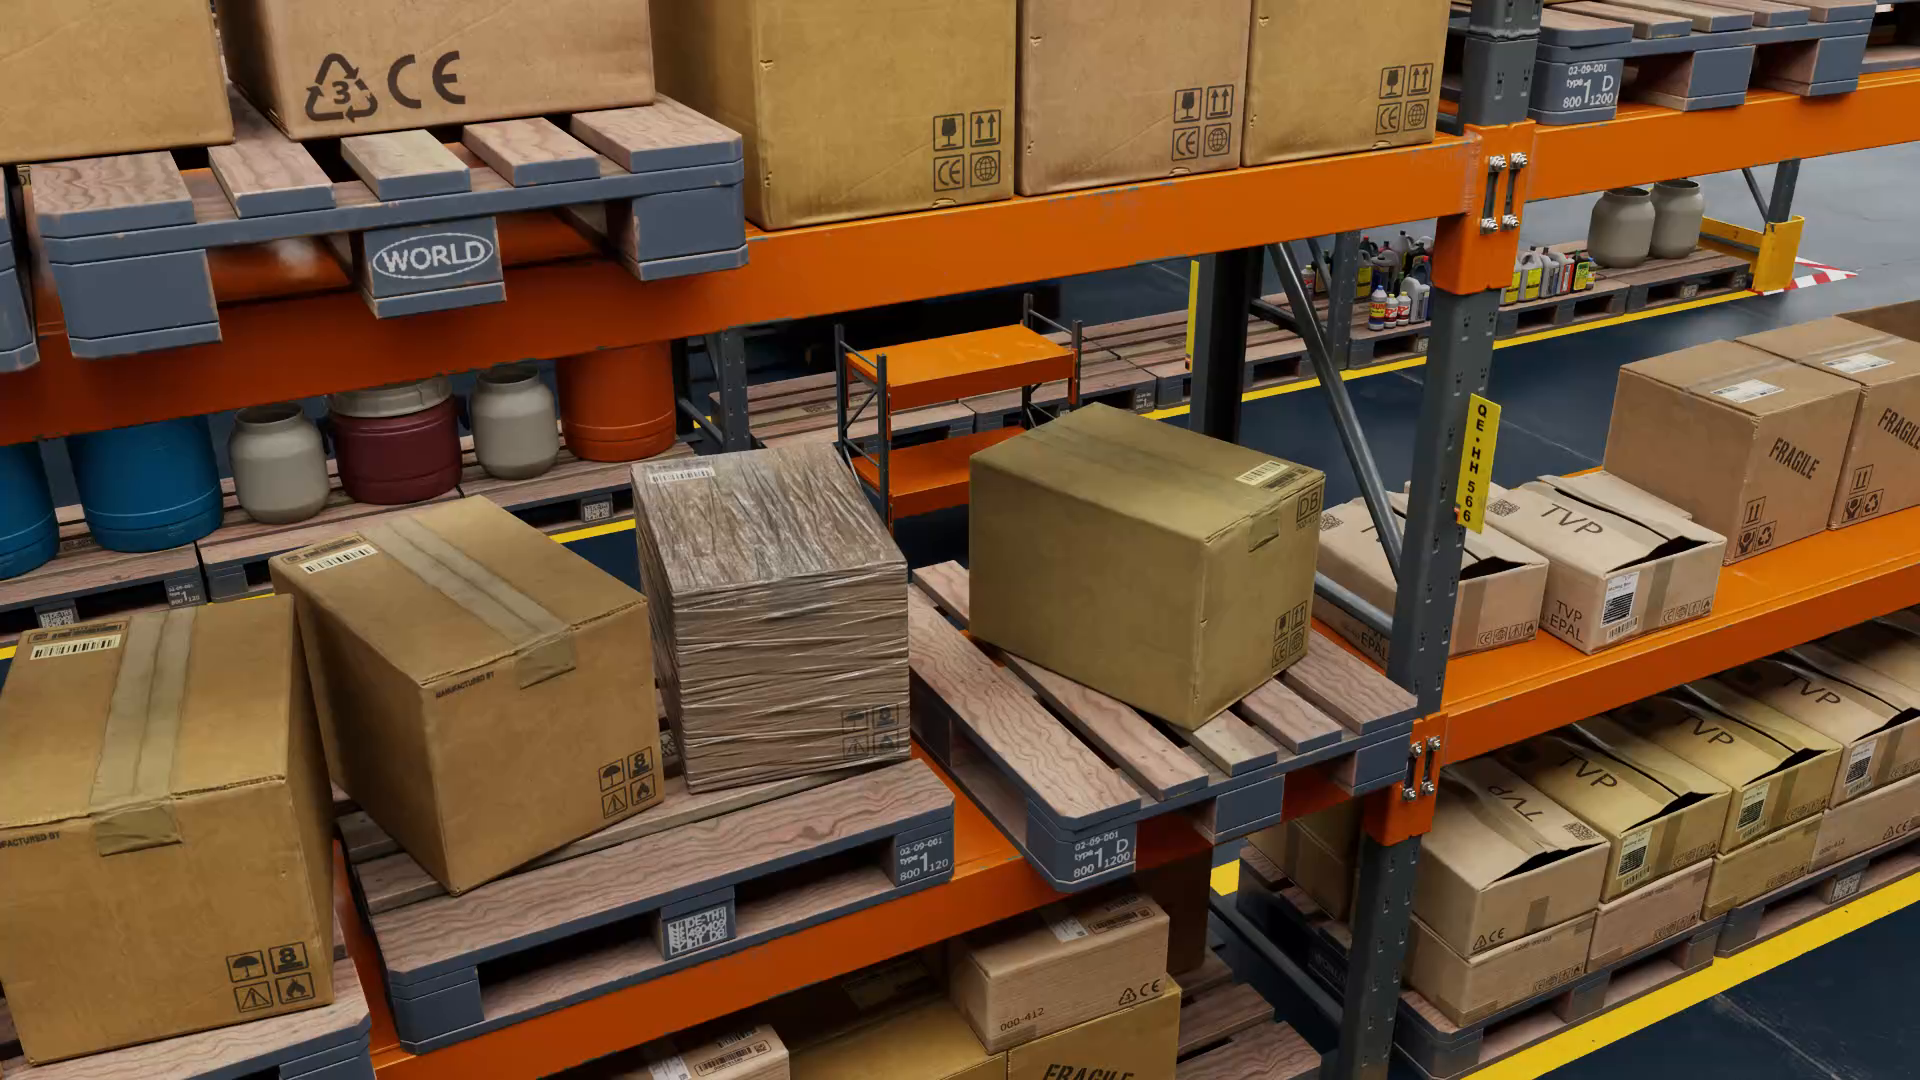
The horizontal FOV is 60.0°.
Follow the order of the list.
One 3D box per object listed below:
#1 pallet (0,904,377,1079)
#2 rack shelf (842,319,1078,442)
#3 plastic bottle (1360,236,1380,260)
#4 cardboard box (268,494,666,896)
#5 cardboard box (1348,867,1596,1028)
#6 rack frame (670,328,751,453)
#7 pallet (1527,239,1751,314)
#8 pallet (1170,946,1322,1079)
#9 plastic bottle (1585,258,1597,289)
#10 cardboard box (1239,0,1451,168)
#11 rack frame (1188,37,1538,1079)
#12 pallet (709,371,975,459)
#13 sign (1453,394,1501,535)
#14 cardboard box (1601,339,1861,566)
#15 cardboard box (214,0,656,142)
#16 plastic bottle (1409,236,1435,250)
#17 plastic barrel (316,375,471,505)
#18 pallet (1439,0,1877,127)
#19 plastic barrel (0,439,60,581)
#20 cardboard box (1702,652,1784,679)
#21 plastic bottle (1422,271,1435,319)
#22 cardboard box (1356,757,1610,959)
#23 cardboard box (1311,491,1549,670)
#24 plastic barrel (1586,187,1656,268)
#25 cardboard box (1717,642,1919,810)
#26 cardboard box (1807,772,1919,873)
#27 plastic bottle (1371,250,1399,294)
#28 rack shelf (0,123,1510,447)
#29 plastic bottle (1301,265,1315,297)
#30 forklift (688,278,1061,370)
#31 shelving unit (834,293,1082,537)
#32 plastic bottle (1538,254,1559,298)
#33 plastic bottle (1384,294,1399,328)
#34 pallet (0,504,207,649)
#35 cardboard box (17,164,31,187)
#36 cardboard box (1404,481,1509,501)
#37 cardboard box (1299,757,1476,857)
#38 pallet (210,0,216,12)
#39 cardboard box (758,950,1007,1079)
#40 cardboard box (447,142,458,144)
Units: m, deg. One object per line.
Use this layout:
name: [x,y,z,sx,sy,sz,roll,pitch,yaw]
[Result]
pallet: [-1.825,0.883,3.166,1.213,0.211,1.003,-13,29,-25]
rack shelf: [-0.006,-0.770,7.877,1.000,0.278,0.538,-13,29,-25]
plastic bottle: [2.752,-1.888,11.270,0.185,0.351,0.144,-15,29,-28]
cardboard box: [-1.052,0.300,3.559,0.500,0.500,0.700,-22,33,-38]
cardboard box: [1.548,1.159,5.062,0.500,0.250,0.500,-13,29,-25]
rack frame: [-1.380,-1.789,8.511,0.127,3.000,1.000,-13,29,-25]
pallet: [4.915,-1.965,12.098,1.213,0.211,1.003,-13,29,-25]
pallet: [0.271,1.498,4.886,1.213,0.211,1.003,-13,29,-25]
plastic bottle: [4.265,-1.814,11.287,0.097,0.201,0.097,0,26,0]
cardboard box: [0.579,-1.192,3.687,0.500,0.500,0.910,-13,29,-25]
rack frame: [0.948,0.103,4.569,0.127,3.000,1.000,-13,29,-25]
pallet: [-0.678,-0.675,9.412,1.213,0.211,1.003,-13,29,-25]
sign: [1.211,-0.178,3.908,0.005,0.325,0.100,-13,29,-25]
cardboard box: [2.421,-0.290,5.272,0.500,0.500,0.500,-15,29,-28]
cardboard box: [-0.927,-1.061,2.812,0.600,0.600,0.600,-14,29,-27]
plastic bottle: [3.182,-1.952,11.489,0.135,0.276,0.152,-12,28,-24]
plastic barrel: [-2.800,-0.555,8.242,0.708,0.588,0.600,-13,29,-25]
pallet: [1.504,-1.336,4.320,1.003,0.211,1.213,-12,28,-23]
plastic barrel: [-4.421,-0.322,7.395,0.708,0.901,0.600,-13,29,-25]
cardboard box: [2.639,0.389,6.019,0.500,0.311,0.500,-12,28,-24]
plastic bottle: [3.057,-1.614,10.698,0.185,0.351,0.144,-12,28,-24]
cardboard box: [1.548,0.906,4.941,0.500,0.311,0.500,-12,28,-23]
cardboard box: [1.289,0.086,4.708,0.500,0.311,0.500,-11,28,-22]
plastic barrel: [4.692,-2.221,11.800,0.421,0.512,0.421,0,26,0]
cardboard box: [2.912,0.588,5.603,0.500,0.311,0.500,-13,29,-26]
cardboard box: [2.900,0.844,5.719,0.500,0.250,0.500,-12,28,-24]
plastic bottle: [2.843,-1.803,11.179,0.135,0.276,0.152,-13,29,-25]
rack shelf: [-0.817,-0.517,3.227,4.000,0.370,1.077,-13,29,-25]
plastic bottle: [2.323,-1.734,11.120,0.097,0.201,0.097,0,26,0]
forklift: [-0.871,-2.650,10.383,3.031,2.935,1.130,-13,28,-25]
shelving unit: [-0.006,-0.506,8.004,1.048,1.125,0.538,-13,29,-25]
plastic bottle: [3.907,-1.778,11.127,0.135,0.276,0.152,-14,29,-27]
plastic bottle: [2.727,-1.459,10.548,0.097,0.201,0.097,0,26,0]
pallet: [-4.209,0.141,7.712,1.213,0.211,1.003,-13,29,-25]
cardboard box: [-6.685,-2.236,11.410,0.875,0.875,1.225,-13,29,-25]
cardboard box: [1.611,-0.072,5.225,0.250,0.149,0.380,-13,29,-25]
cardboard box: [1.294,0.700,5.370,0.500,0.311,0.500,-12,28,-24]
pallet: [-7.683,-5.090,15.608,1.213,0.211,1.003,-13,29,-25]
cardboard box: [-0.224,1.417,4.212,0.500,0.500,0.500,-14,29,-27]
cardboard box: [-4.329,-2.780,12.544,0.875,0.875,1.225,-14,29,-27]
